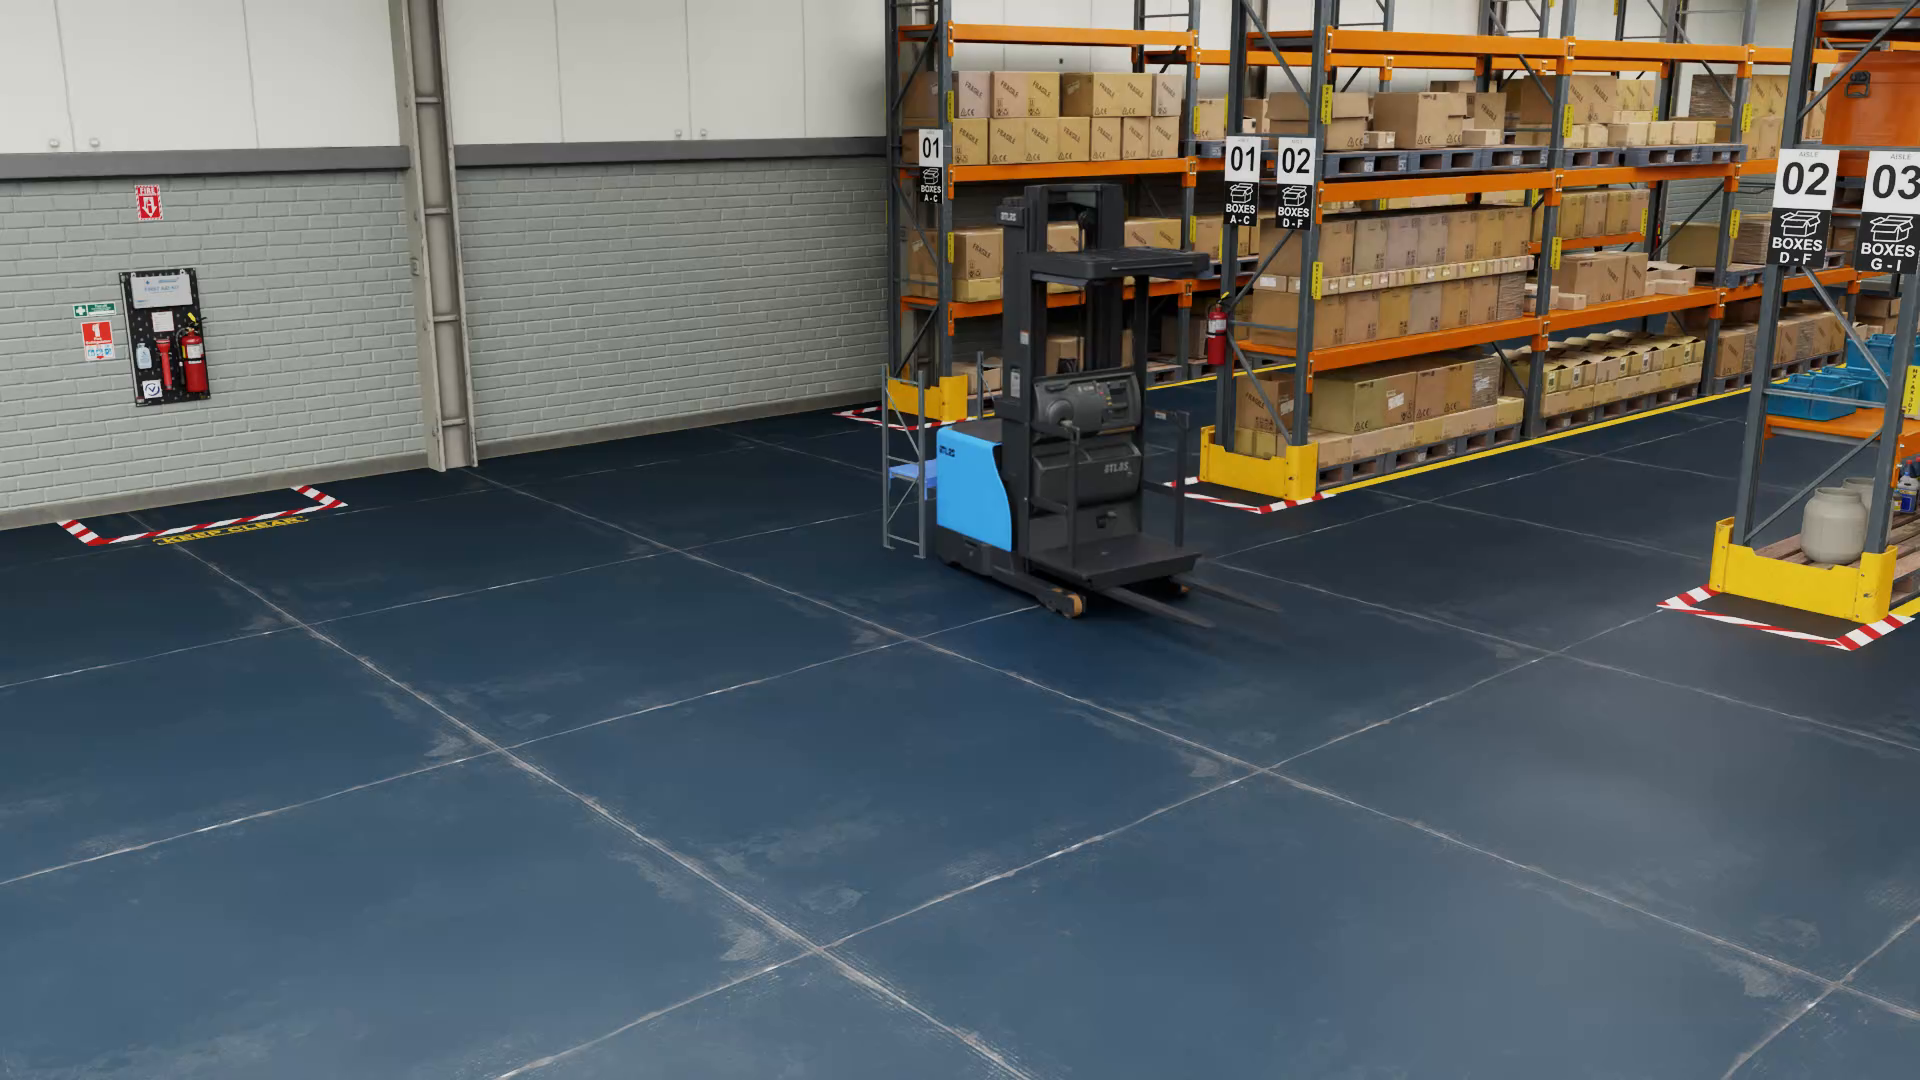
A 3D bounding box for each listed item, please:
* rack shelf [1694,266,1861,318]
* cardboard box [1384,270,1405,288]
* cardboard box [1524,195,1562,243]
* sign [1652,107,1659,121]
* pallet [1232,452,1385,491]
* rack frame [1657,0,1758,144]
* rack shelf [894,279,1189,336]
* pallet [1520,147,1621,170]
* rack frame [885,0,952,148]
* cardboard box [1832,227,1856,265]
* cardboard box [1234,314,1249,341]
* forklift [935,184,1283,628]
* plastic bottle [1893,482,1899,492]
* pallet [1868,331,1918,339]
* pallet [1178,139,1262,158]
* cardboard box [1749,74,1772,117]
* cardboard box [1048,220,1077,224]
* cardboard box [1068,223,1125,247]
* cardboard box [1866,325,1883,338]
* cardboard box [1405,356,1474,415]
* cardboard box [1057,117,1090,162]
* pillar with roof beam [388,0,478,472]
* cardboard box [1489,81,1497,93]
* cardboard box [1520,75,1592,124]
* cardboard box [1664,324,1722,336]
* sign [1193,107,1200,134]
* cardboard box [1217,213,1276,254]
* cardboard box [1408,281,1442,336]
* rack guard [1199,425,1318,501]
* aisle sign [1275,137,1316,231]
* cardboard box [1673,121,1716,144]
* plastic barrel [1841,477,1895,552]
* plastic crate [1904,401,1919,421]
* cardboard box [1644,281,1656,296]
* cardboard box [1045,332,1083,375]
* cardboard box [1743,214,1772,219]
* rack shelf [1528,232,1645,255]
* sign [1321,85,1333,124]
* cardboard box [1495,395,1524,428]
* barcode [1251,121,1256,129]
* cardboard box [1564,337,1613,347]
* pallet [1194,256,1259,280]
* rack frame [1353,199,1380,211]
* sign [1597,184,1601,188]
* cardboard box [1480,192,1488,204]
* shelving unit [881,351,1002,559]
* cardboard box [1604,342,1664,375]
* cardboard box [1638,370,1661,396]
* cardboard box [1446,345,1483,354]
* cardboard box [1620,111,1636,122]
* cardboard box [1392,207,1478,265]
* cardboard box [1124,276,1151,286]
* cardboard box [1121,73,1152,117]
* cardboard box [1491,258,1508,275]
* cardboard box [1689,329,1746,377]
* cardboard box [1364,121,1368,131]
[{"bbox_3d":[10.337,-3.292,21.655,4.000,0.370,1.077,-13,19,-39],"label":"rack shelf"},{"bbox_3d":[4.009,-2.507,15.871,0.250,0.149,0.380,-14,20,-41],"label":"cardboard box"},{"bbox_3d":[9.012,-5.175,26.732,0.700,0.700,0.980,-12,19,-39],"label":"cardboard box"},{"bbox_3d":[8.474,-5.105,20.237,0.005,0.325,0.100,-13,19,-39],"label":"sign"},{"bbox_3d":[3.343,-0.736,16.095,1.213,0.211,1.003,-13,19,-39],"label":"pallet"},{"bbox_3d":[8.829,-6.199,19.519,0.127,3.000,1.000,-13,19,-39],"label":"rack frame"},{"bbox_3d":[1.048,-2.900,20.189,4.000,0.370,1.077,-13,19,-39],"label":"rack shelf"},{"bbox_3d":[6.468,-4.132,17.963,1.217,0.209,0.805,-14,20,-42],"label":"pallet"},{"bbox_3d":[-0.461,-5.807,18.054,0.127,3.000,1.000,-13,19,-39],"label":"rack frame"},{"bbox_3d":[12.410,-4.060,22.942,0.500,0.500,0.500,-12,19,-38],"label":"cardboard box"},{"bbox_3d":[3.458,-2.817,22.474,0.500,0.500,0.700,-13,20,-40],"label":"cardboard box"},{"bbox_3d":[1.043,-1.007,11.841,1.130,2.935,3.031,-10,18,-33],"label":"forklift"},{"bbox_3d":[7.716,-0.431,13.831,0.185,0.351,0.144,-13,20,-40],"label":"plastic bottle"},{"bbox_3d":[13.286,-2.955,24.403,1.213,0.211,1.003,-13,19,-39],"label":"pallet"},{"bbox_3d":[3.092,-5.029,21.316,1.003,0.211,1.213,-13,19,-39],"label":"pallet"},{"bbox_3d":[9.547,-5.440,20.360,0.500,0.500,0.500,-13,19,-39],"label":"cardboard box"},{"bbox_3d":[1.293,-3.677,20.502,0.500,0.500,0.500,-12,19,-38],"label":"cardboard box"},{"bbox_3d":[1.643,-3.577,20.127,0.500,0.500,0.500,-13,20,-41],"label":"cardboard box"},{"bbox_3d":[12.951,-2.999,23.804,0.250,0.166,0.380,-13,19,-39],"label":"cardboard box"},{"bbox_3d":[4.845,-1.571,16.879,0.500,0.500,0.500,-13,19,-39],"label":"cardboard box"},{"bbox_3d":[1.163,-4.692,19.457,0.500,0.500,0.500,-11,19,-36],"label":"cardboard box"},{"bbox_3d":[-2.201,-4.240,12.185,0.400,9.000,9.100,-13,19,-39],"label":"pillar with roof beam"},{"bbox_3d":[7.842,-6.891,25.422,0.500,0.250,0.500,-11,18,-35],"label":"cardboard box"},{"bbox_3d":[6.302,-4.662,17.601,0.500,0.500,0.500,-12,19,-39],"label":"cardboard box"},{"bbox_3d":[9.380,-2.510,21.324,0.500,0.500,0.500,-12,19,-37],"label":"cardboard box"},{"bbox_3d":[2.919,-5.181,20.520,0.005,0.325,0.100,-13,19,-39],"label":"sign"},{"bbox_3d":[3.865,-4.138,22.383,0.500,0.500,0.700,-10,18,-32],"label":"cardboard box"},{"bbox_3d":[4.320,-2.333,16.478,0.500,0.500,0.700,-12,19,-38],"label":"cardboard box"},{"bbox_3d":[2.776,-0.734,15.527,0.348,0.500,1.175,-13,19,-39],"label":"rack guard"},{"bbox_3d":[2.945,-3.130,14.620,0.004,0.787,0.394,-13,19,-39],"label":"aisle sign"},{"bbox_3d":[8.523,-4.792,19.543,0.500,0.250,0.500,14,21,43],"label":"cardboard box"},{"bbox_3d":[6.867,-0.193,12.665,0.421,0.512,0.421,0,15,0],"label":"plastic barrel"},{"bbox_3d":[6.929,-0.942,11.975,0.250,0.136,0.298,-13,19,-39],"label":"plastic crate"},{"bbox_3d":[7.904,-2.952,19.476,0.250,0.149,0.380,-11,18,-35],"label":"cardboard box"},{"bbox_3d":[1.136,-2.225,20.257,0.500,0.500,0.700,-14,21,-43],"label":"cardboard box"},{"bbox_3d":[10.865,-4.064,22.144,0.500,0.500,0.700,-9,17,-31],"label":"cardboard box"},{"bbox_3d":[10.100,-4.933,27.800,4.000,0.370,1.077,-13,19,-39],"label":"rack shelf"},{"bbox_3d":[3.153,-3.746,14.302,0.005,0.325,0.100,-13,19,-39],"label":"sign"},{"bbox_3d":[5.605,-1.376,17.604,0.500,0.250,0.500,-13,19,-39],"label":"cardboard box"},{"bbox_3d":[2.705,-3.820,15.301,0.075,0.075,0.001,-13,19,-39],"label":"barcode"},{"bbox_3d":[7.464,-2.238,19.743,0.500,0.311,0.500,-13,20,-41],"label":"cardboard box"},{"bbox_3d":[3.229,-3.595,21.768,1.213,0.211,1.003,-13,19,-39],"label":"pallet"},{"bbox_3d":[5.574,-4.264,23.902,0.127,3.000,1.000,-13,19,-39],"label":"rack frame"},{"bbox_3d":[11.249,-6.185,29.262,0.005,0.325,0.100,-13,19,-39],"label":"sign"},{"bbox_3d":[7.630,-5.206,25.164,0.500,0.250,0.500,-12,19,-38],"label":"cardboard box"},{"bbox_3d":[-0.064,-0.710,13.502,1.048,1.500,0.538,-13,19,-39],"label":"shelving unit"},{"bbox_3d":[7.825,-2.135,19.358,0.500,0.311,0.500,-13,20,-40],"label":"cardboard box"},{"bbox_3d":[7.824,-1.866,19.437,0.500,0.250,0.500,-12,19,-38],"label":"cardboard box"},{"bbox_3d":[5.256,-1.842,17.895,0.500,0.500,0.500,-13,19,-39],"label":"cardboard box"},{"bbox_3d":[10.839,-6.983,27.552,0.500,0.250,0.500,-14,20,-41],"label":"cardboard box"},{"bbox_3d":[4.722,-3.051,16.652,0.500,0.500,0.700,-13,20,-39],"label":"cardboard box"},{"bbox_3d":[2.017,-3.302,20.550,0.500,0.250,0.500,-13,19,-39],"label":"cardboard box"},{"bbox_3d":[1.948,-5.344,19.961,0.500,0.500,0.500,-11,19,-36],"label":"cardboard box"},{"bbox_3d":[5.363,-2.810,17.008,0.250,0.149,0.380,-13,20,-41],"label":"cardboard box"},{"bbox_3d":[9.360,-2.327,20.640,0.500,0.500,0.500,-12,19,-37],"label":"cardboard box"},{"bbox_3d":[3.489,-3.839,15.703,0.500,0.250,0.500,-13,19,-39],"label":"cardboard box"}]
